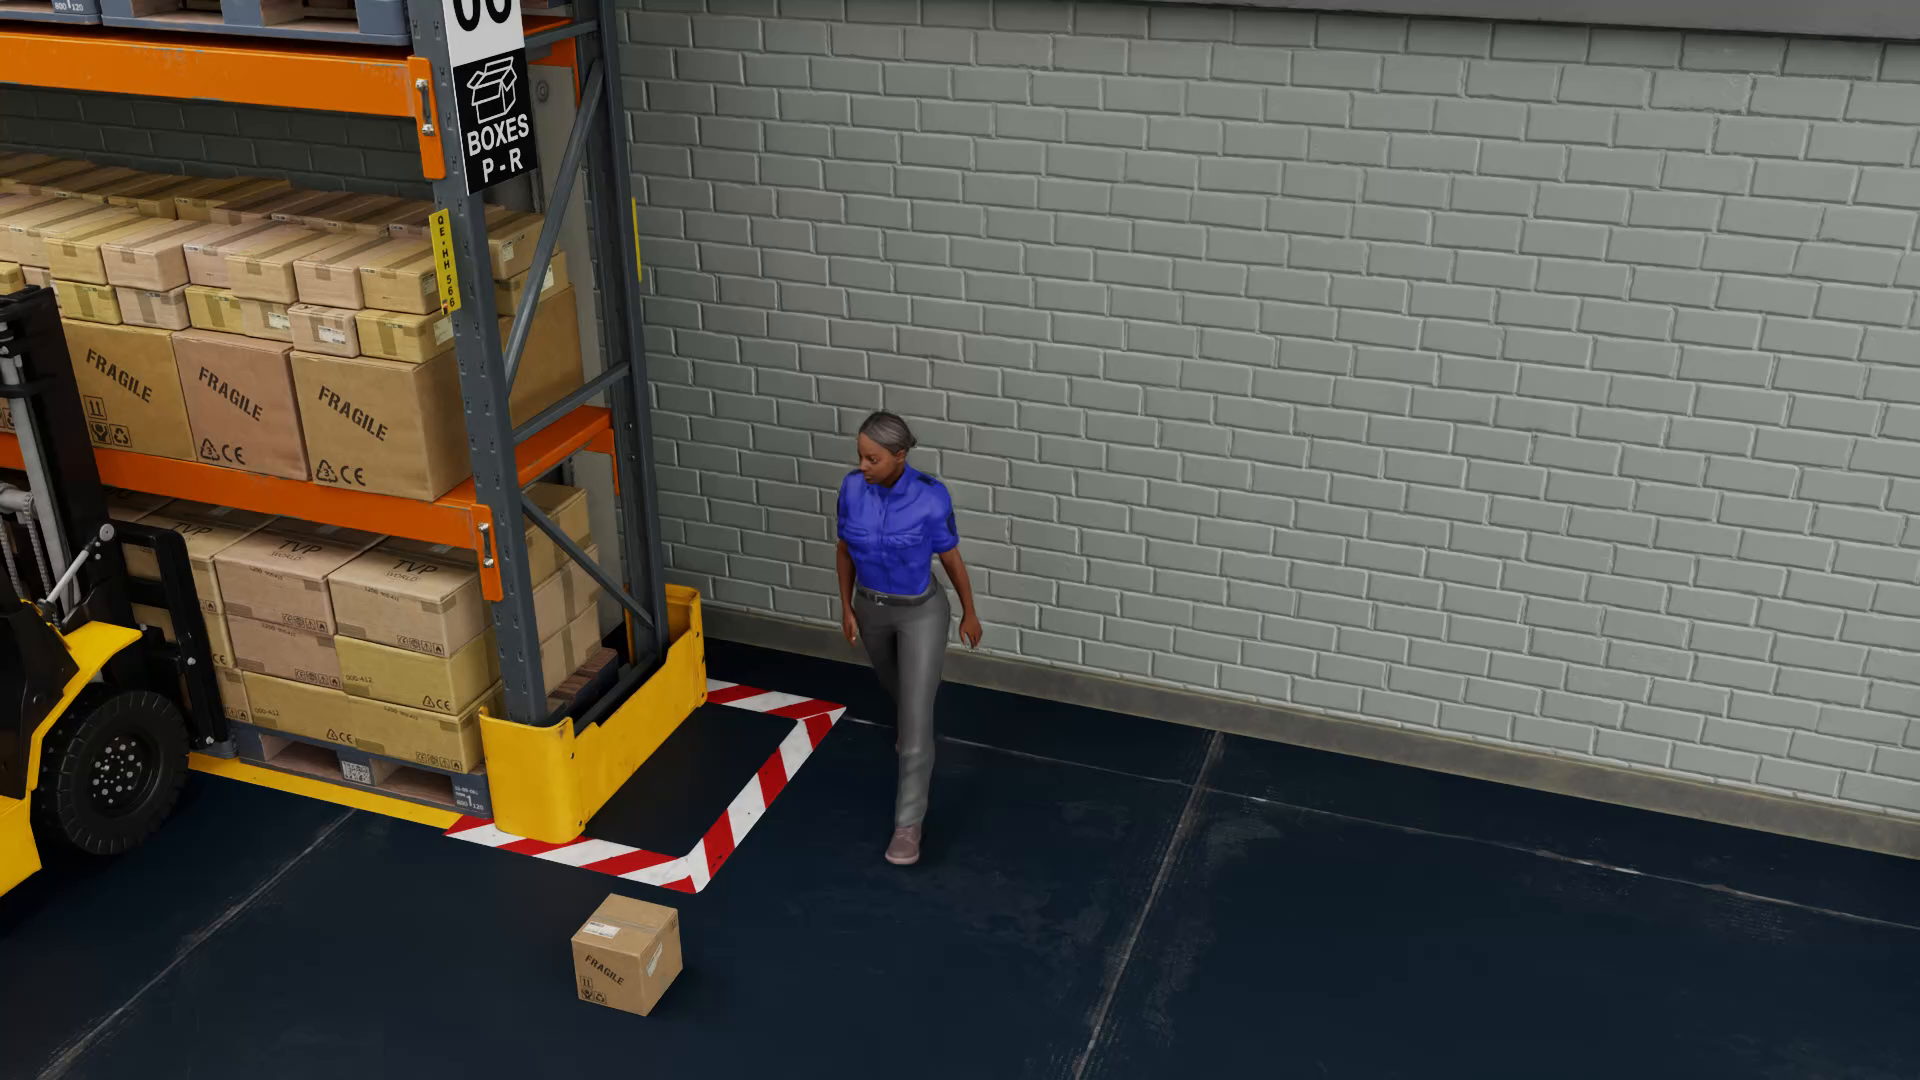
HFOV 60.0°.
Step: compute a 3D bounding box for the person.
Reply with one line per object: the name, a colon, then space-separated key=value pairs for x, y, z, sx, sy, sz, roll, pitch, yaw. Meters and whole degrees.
person: x=-0.214 y=0.268 z=6.077 sx=0.520 sy=1.605 sz=0.969 roll=11 pitch=28 yaw=21
